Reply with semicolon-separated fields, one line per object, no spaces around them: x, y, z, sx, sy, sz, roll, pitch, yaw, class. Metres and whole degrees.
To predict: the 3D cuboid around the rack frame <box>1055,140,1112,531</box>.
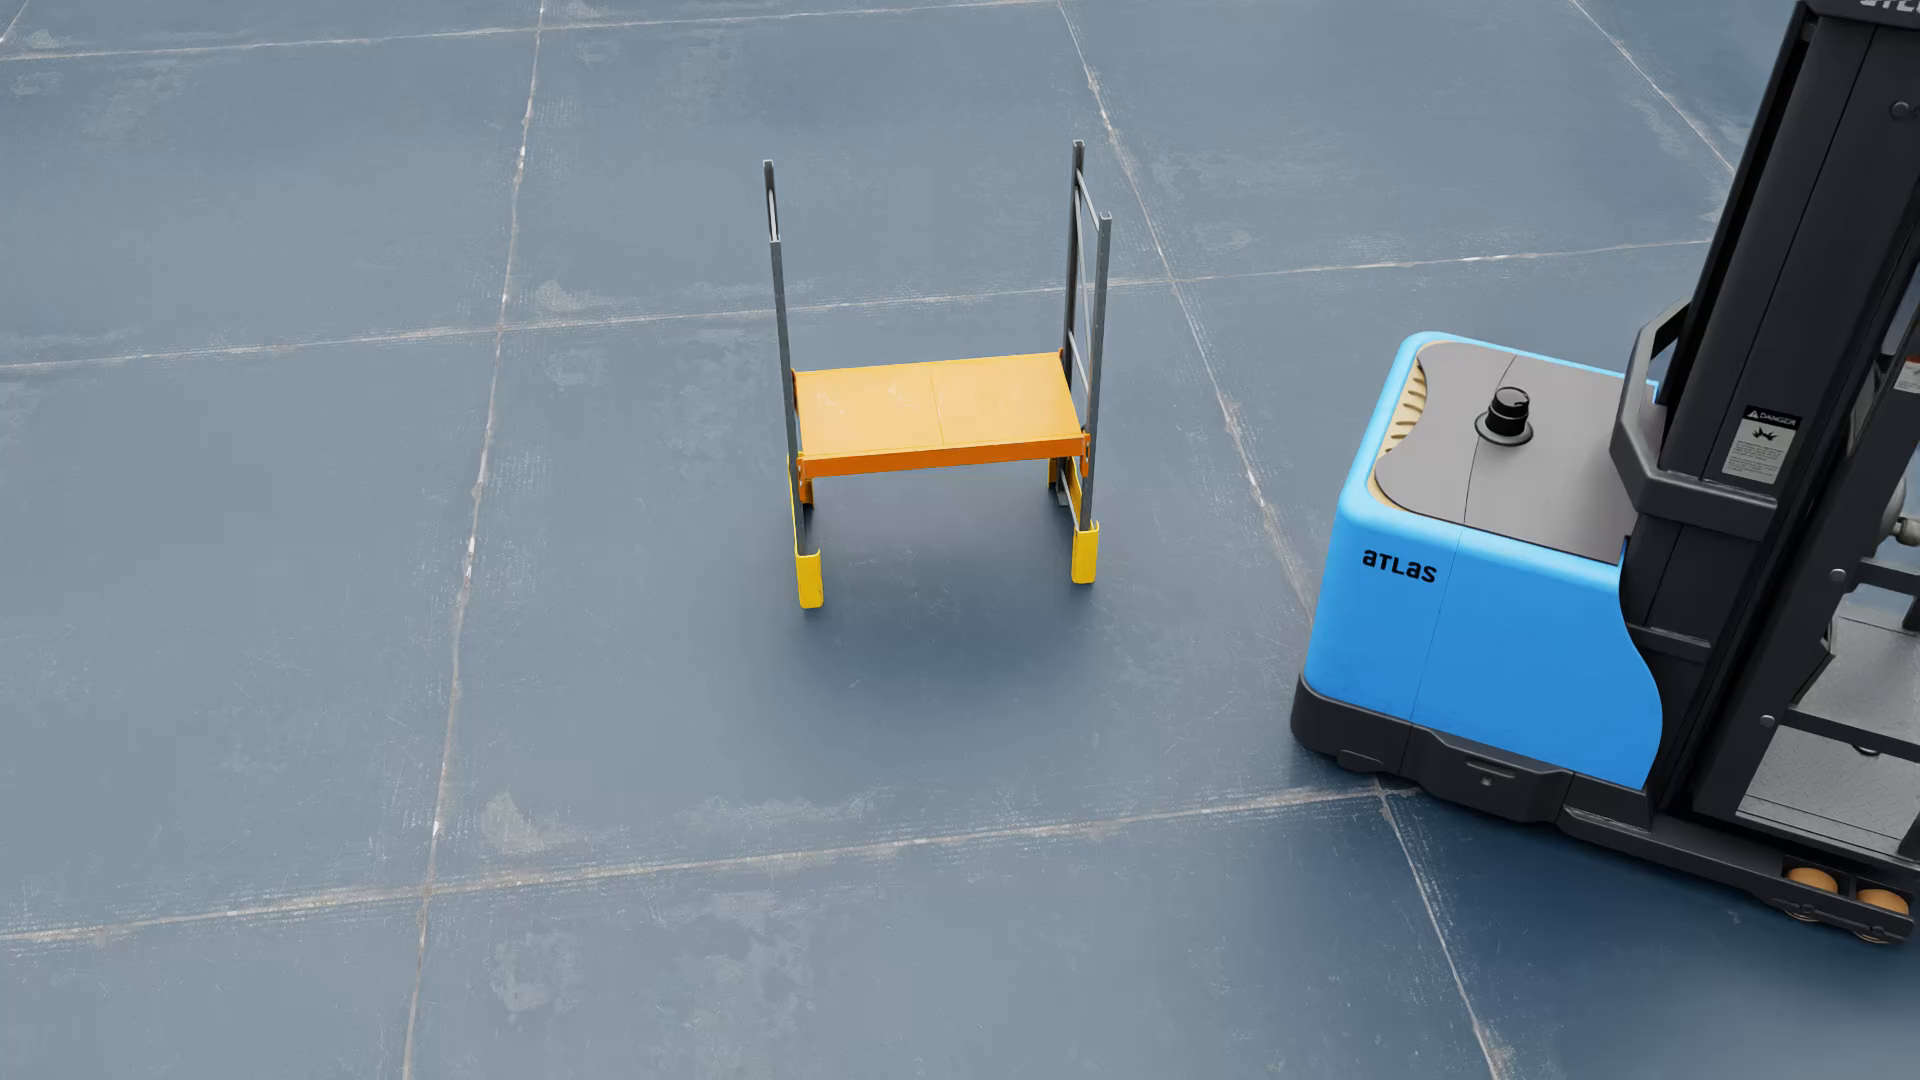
0.419;-0.594;5.788;0.032;1.500;0.500;-5;42;-6;rack frame

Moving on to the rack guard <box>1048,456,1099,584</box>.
0.418;-0.129;6.207;0.087;0.250;0.587;-5;42;-6;rack guard

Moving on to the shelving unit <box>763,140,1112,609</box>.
-0.076;-0.550;5.740;1.083;1.500;0.587;-5;42;-6;shelving unit

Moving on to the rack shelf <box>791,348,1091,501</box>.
-0.085;-0.416;5.860;1.000;0.185;0.538;-5;42;-6;rack shelf

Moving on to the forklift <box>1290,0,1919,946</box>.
2.649;-0.303;4.398;3.031;2.935;1.130;16;44;17;forklift

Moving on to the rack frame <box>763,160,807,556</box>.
-0.589;-0.505;5.691;0.032;1.500;0.500;-5;42;-6;rack frame

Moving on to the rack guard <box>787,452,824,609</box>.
-0.569;-0.043;6.111;0.087;0.250;0.587;-5;42;-6;rack guard
